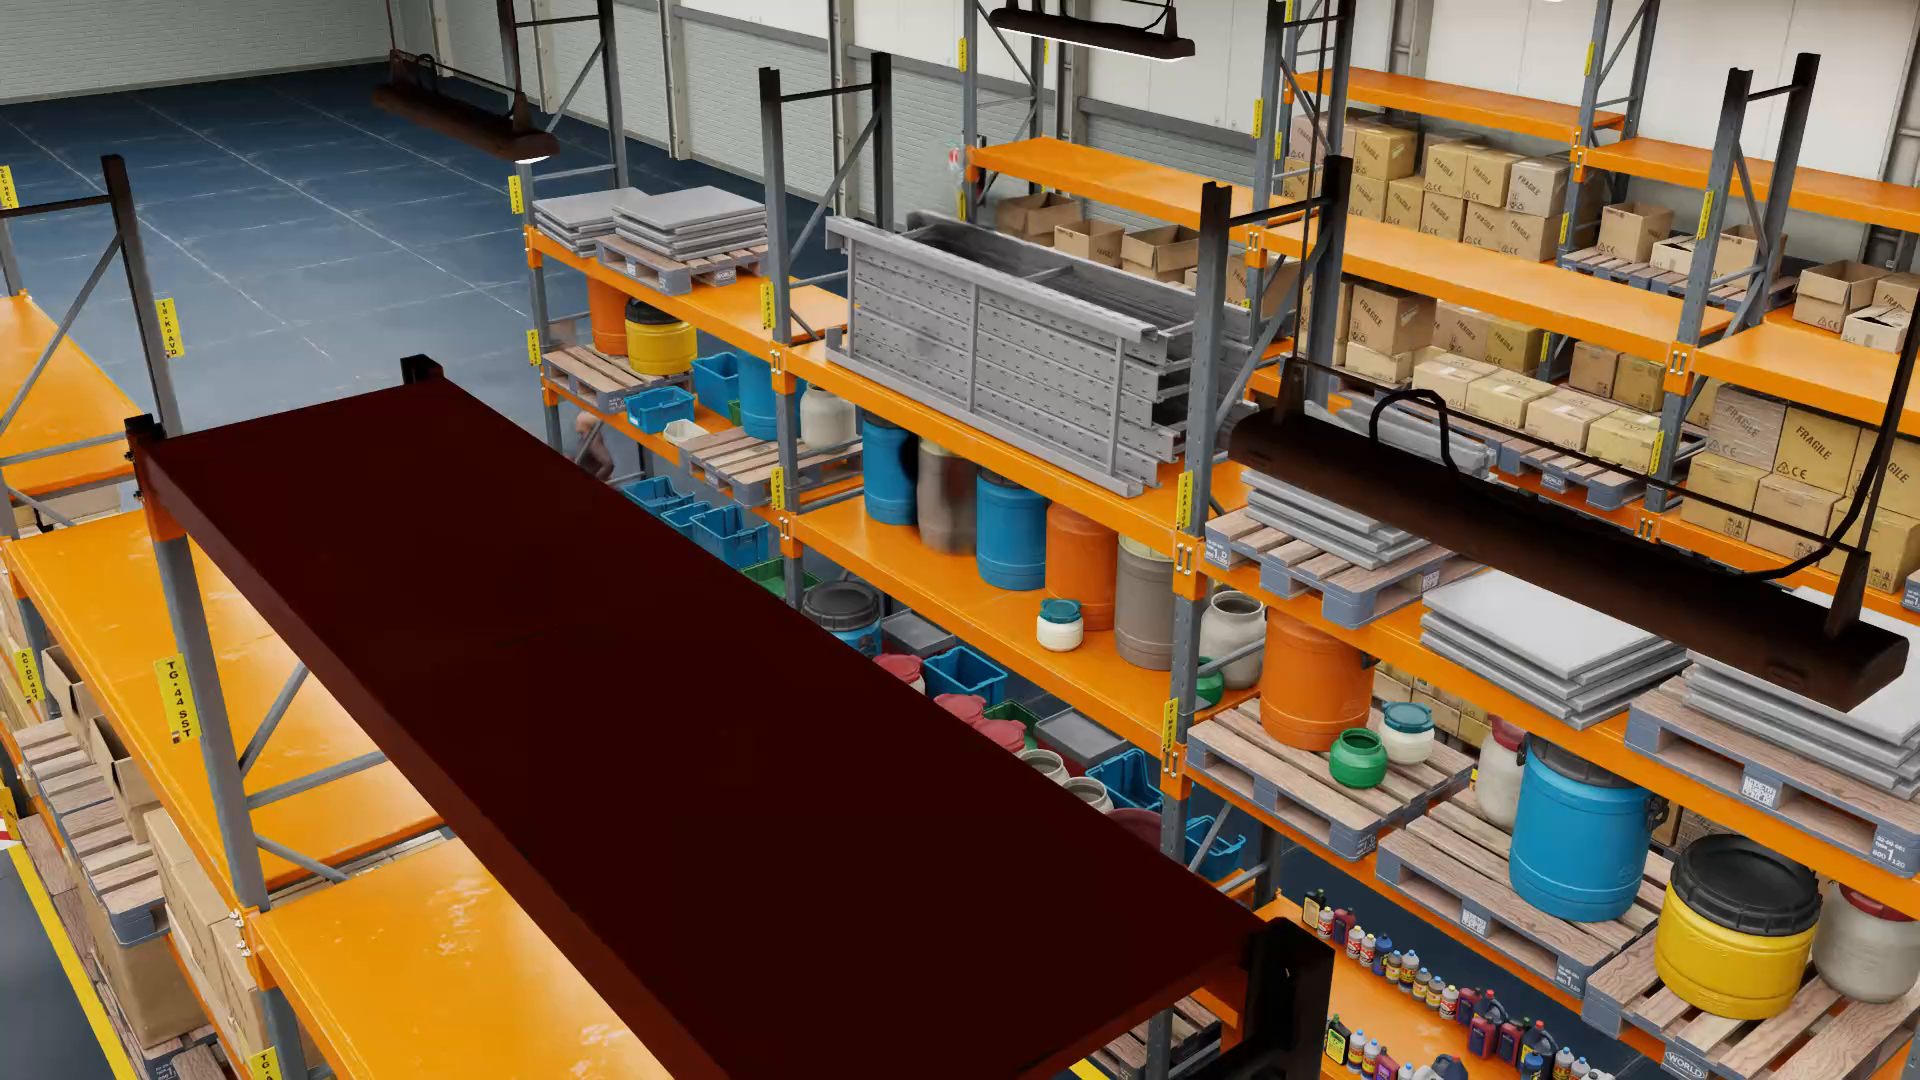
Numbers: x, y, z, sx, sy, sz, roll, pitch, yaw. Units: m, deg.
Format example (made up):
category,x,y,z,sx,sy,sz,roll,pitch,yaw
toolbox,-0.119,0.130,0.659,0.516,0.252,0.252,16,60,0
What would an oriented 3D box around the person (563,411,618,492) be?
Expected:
category,x,y,z,sx,sy,sz,roll,pitch,yaw
person,-3.676,-0.364,17.229,1.001,1.615,0.728,0,26,1
